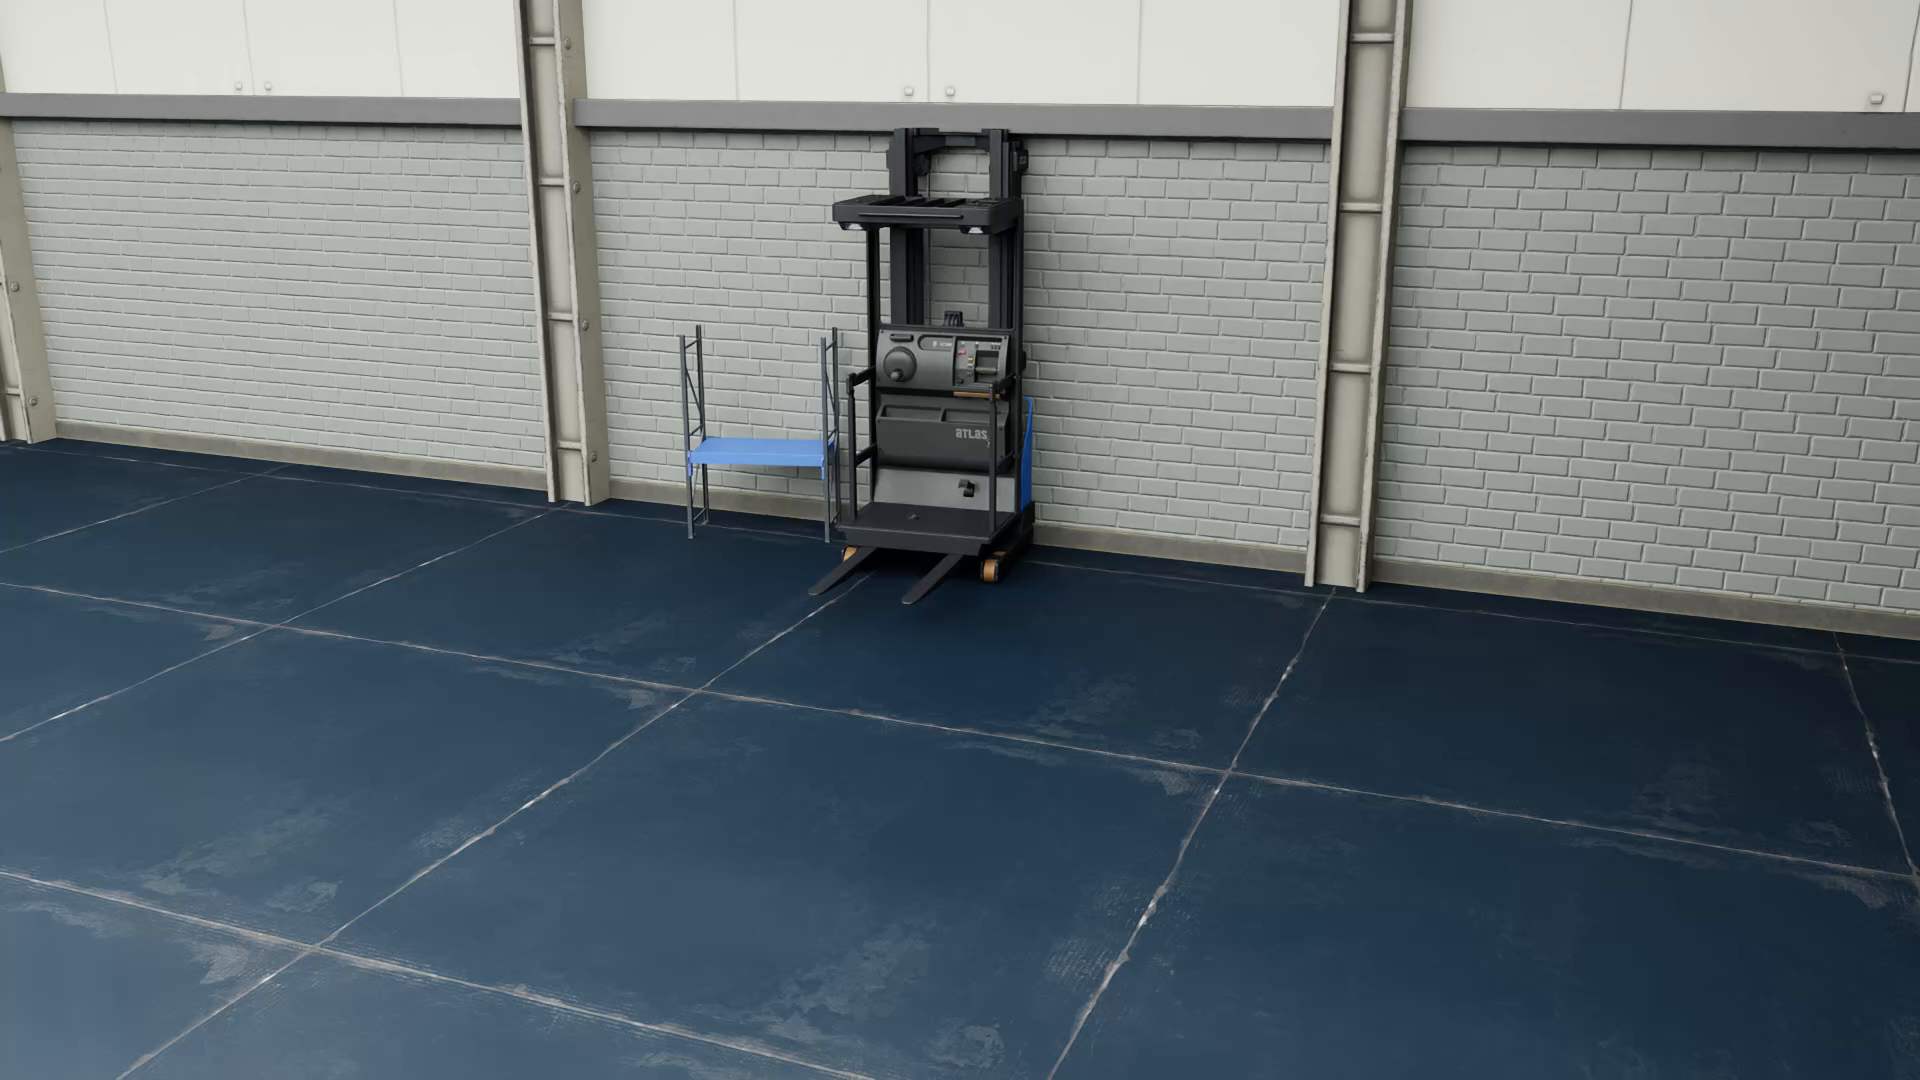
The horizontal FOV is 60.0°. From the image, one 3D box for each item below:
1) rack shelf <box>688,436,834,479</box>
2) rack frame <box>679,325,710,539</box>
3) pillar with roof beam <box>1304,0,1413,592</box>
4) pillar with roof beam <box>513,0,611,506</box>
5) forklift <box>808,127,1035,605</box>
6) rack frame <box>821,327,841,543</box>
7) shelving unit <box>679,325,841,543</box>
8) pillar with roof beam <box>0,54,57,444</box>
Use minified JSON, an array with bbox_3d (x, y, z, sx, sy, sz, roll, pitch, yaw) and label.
[{"bbox_3d":[-1.445,-0.611,12.234,1.000,0.185,0.538,2,16,6],"label":"rack shelf"},{"bbox_3d":[-1.951,-0.799,12.235,0.032,1.500,0.500,2,16,6],"label":"rack frame"},{"bbox_3d":[0.965,-2.919,6.088,0.400,9.000,9.100,6,17,21],"label":"pillar with roof beam"},{"bbox_3d":[-4.617,-3.533,8.202,0.400,9.000,9.100,6,17,21],"label":"pillar with roof beam"},{"bbox_3d":[-0.180,-1.240,11.187,1.130,2.935,3.031,5,17,16],"label":"forklift"},{"bbox_3d":[-0.940,-0.769,12.133,0.032,1.500,0.500,2,16,6],"label":"rack frame"},{"bbox_3d":[-1.445,-0.784,12.184,1.048,1.500,0.538,2,16,6],"label":"shelving unit"},{"bbox_3d":[-10.198,-4.147,10.316,0.400,9.000,9.100,6,17,21],"label":"pillar with roof beam"}]
